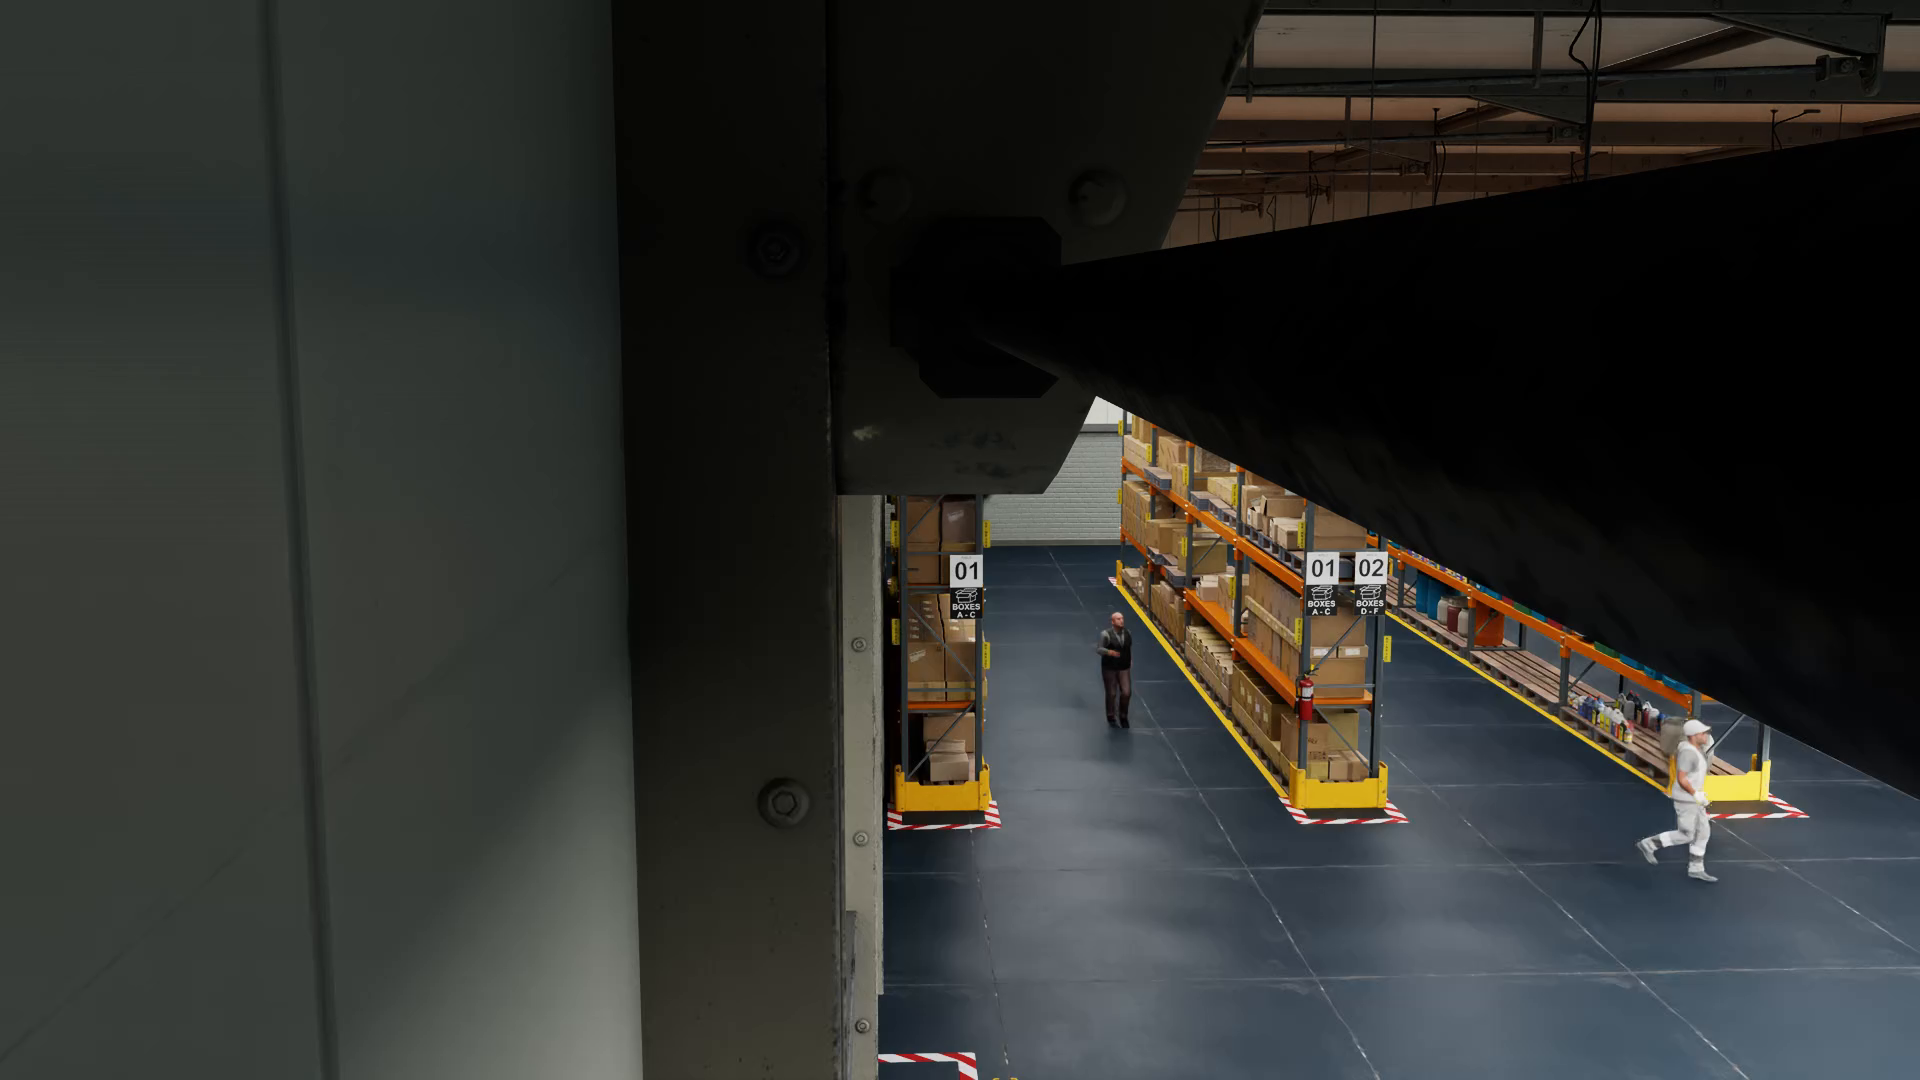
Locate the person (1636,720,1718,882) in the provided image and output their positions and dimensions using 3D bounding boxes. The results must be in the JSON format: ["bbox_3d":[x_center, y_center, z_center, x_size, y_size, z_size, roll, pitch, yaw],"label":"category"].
[{"bbox_3d":[7.848,2.818,18.094,0.833,1.783,0.659,5,10,28],"label":"person"}]

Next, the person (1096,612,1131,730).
[{"bbox_3d":[2.284,1.925,24.322,0.626,1.759,0.723,-2,9,-13],"label":"person"}]
